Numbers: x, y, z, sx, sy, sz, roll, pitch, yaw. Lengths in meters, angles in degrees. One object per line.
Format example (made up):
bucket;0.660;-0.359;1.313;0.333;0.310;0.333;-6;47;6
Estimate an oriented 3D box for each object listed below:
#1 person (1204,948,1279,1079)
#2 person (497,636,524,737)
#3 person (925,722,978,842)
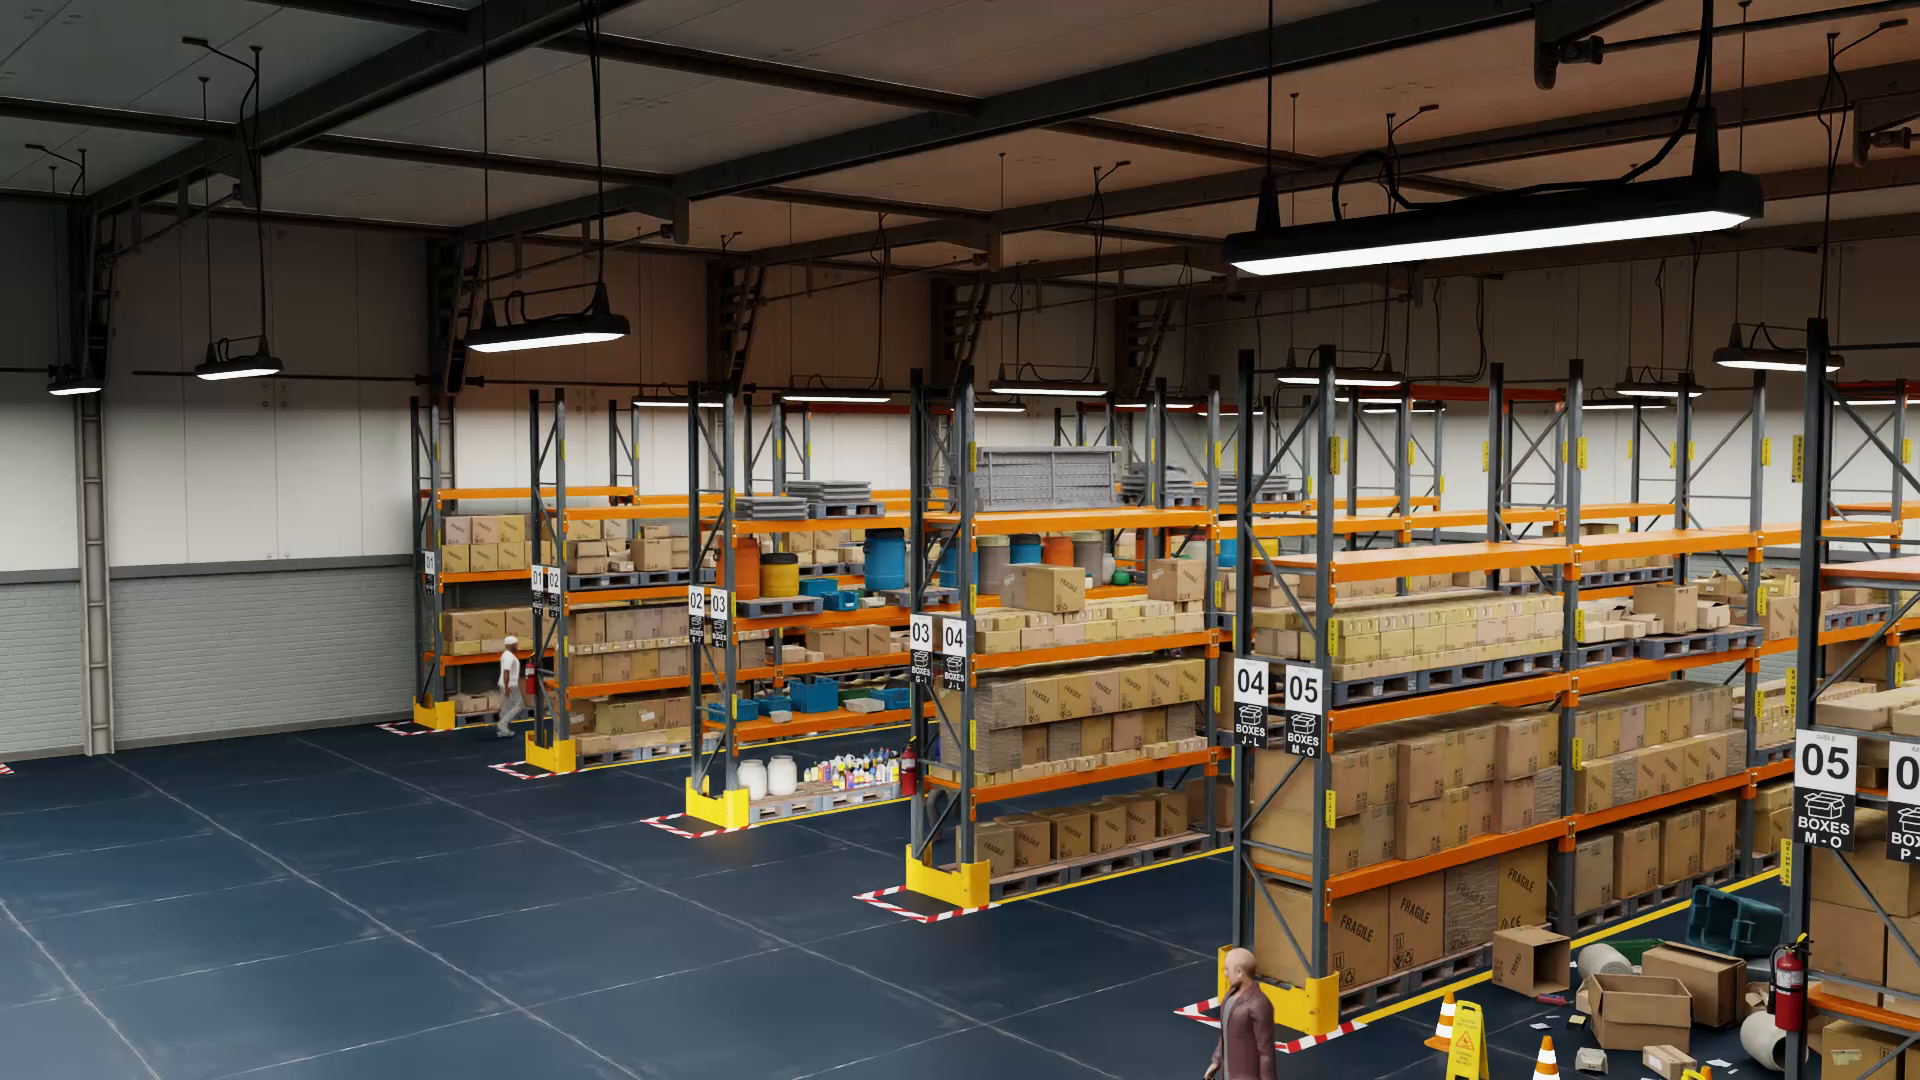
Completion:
person;1.870;3.647;11.093;0.570;1.850;0.633;-1;3;-11
person;-7.913;2.559;29.132;0.476;1.753;0.603;-2;4;-28
person;-0.147;3.099;21.640;0.839;1.575;0.492;-3;5;-43
